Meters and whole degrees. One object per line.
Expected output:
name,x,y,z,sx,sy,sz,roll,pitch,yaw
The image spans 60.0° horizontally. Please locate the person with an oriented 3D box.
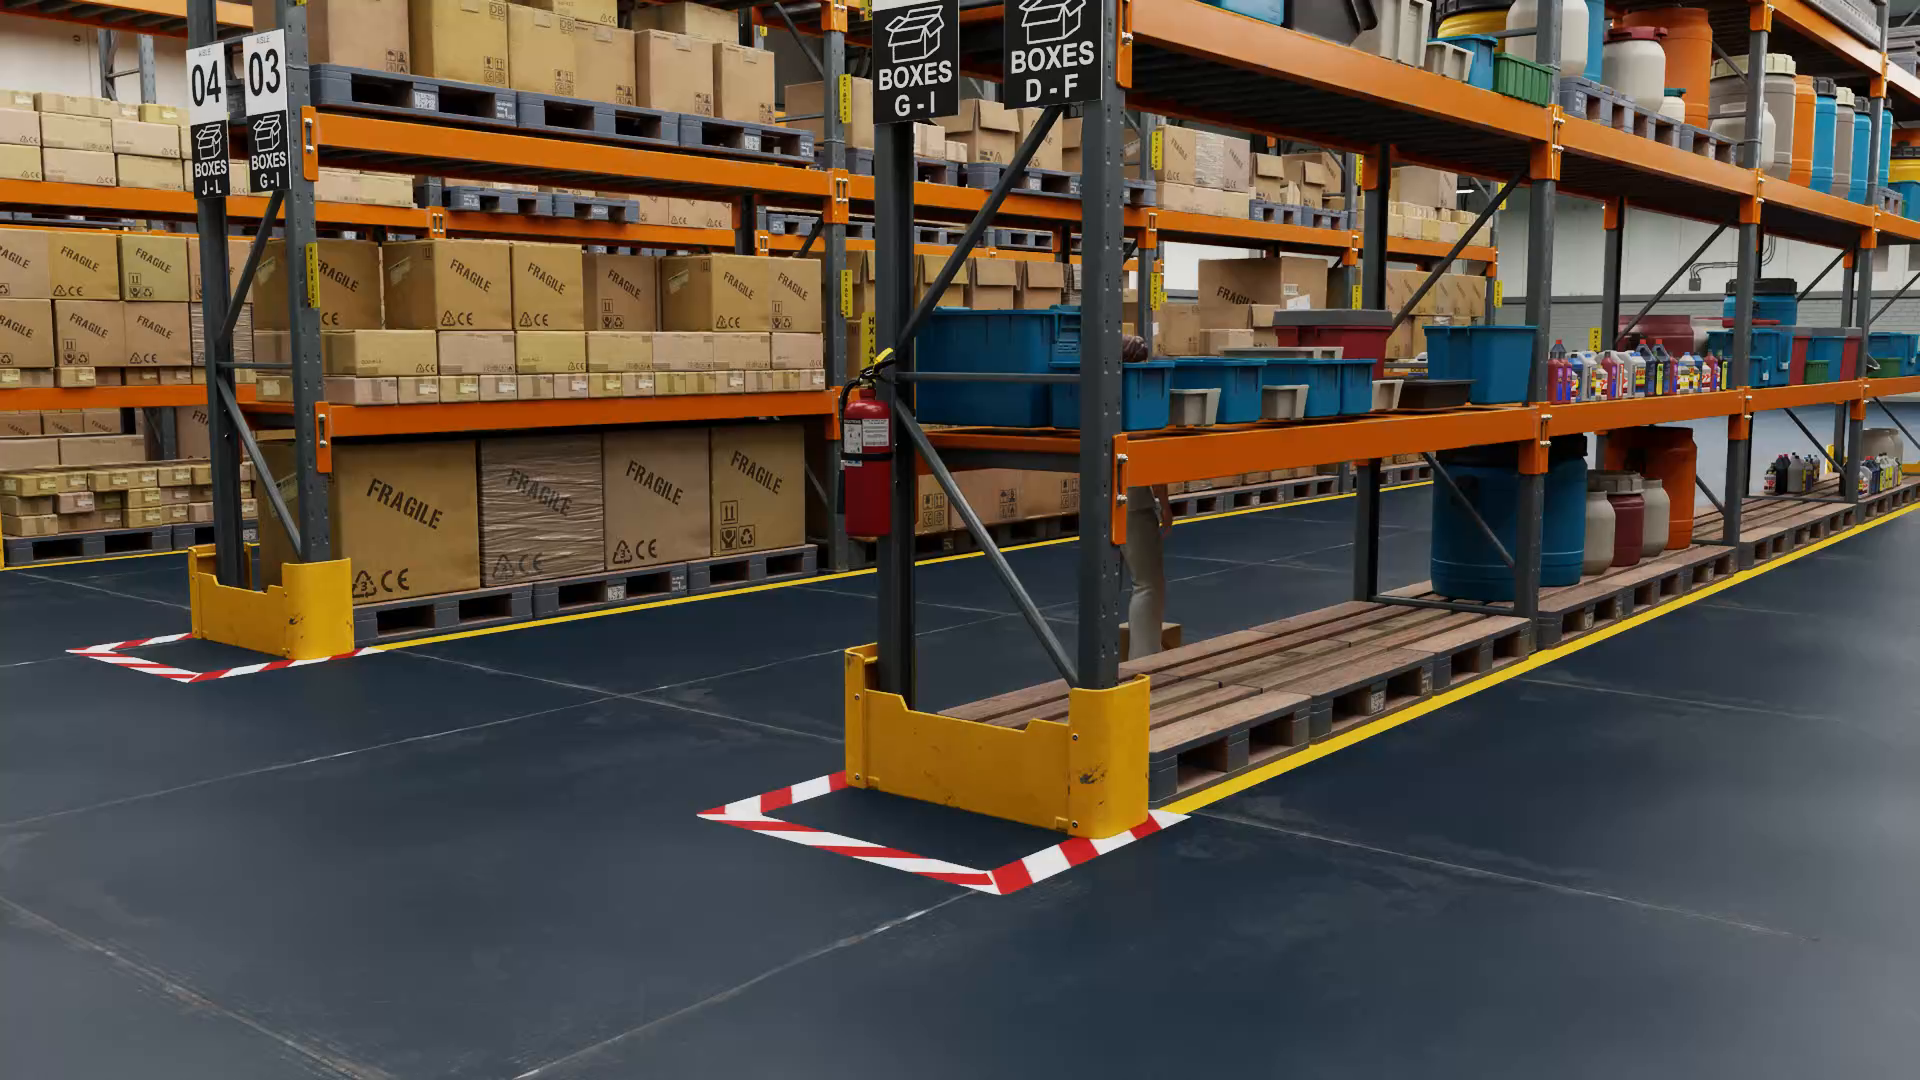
person,0.779,-0.134,7.874,0.485,1.673,0.360,5,9,39
